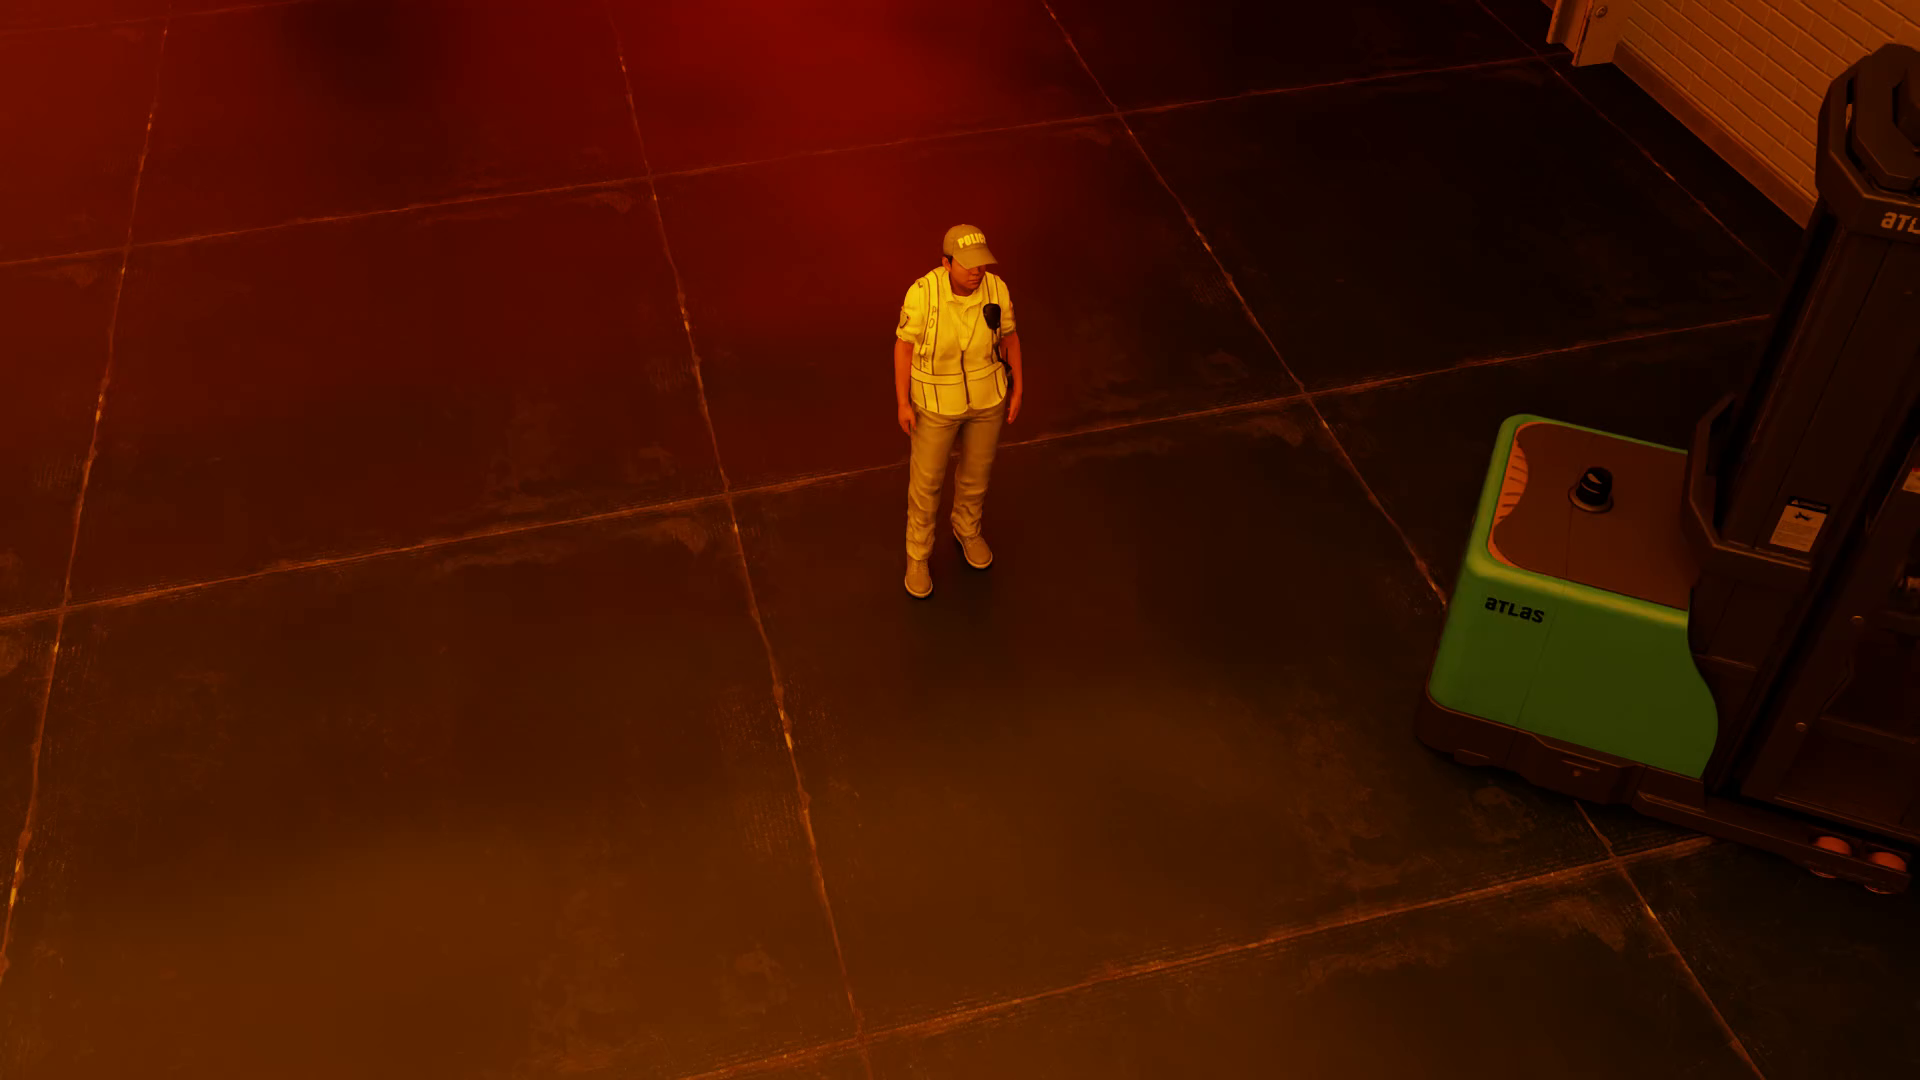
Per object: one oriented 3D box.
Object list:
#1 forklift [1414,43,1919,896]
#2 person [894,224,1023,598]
[{"bbox_3d":[3.439,-0.133,5.786,3.031,2.935,1.130,15,46,16],"label":"forklift"},{"bbox_3d":[-0.002,-0.556,7.143,0.599,1.670,0.529,-10,44,-11],"label":"person"}]
